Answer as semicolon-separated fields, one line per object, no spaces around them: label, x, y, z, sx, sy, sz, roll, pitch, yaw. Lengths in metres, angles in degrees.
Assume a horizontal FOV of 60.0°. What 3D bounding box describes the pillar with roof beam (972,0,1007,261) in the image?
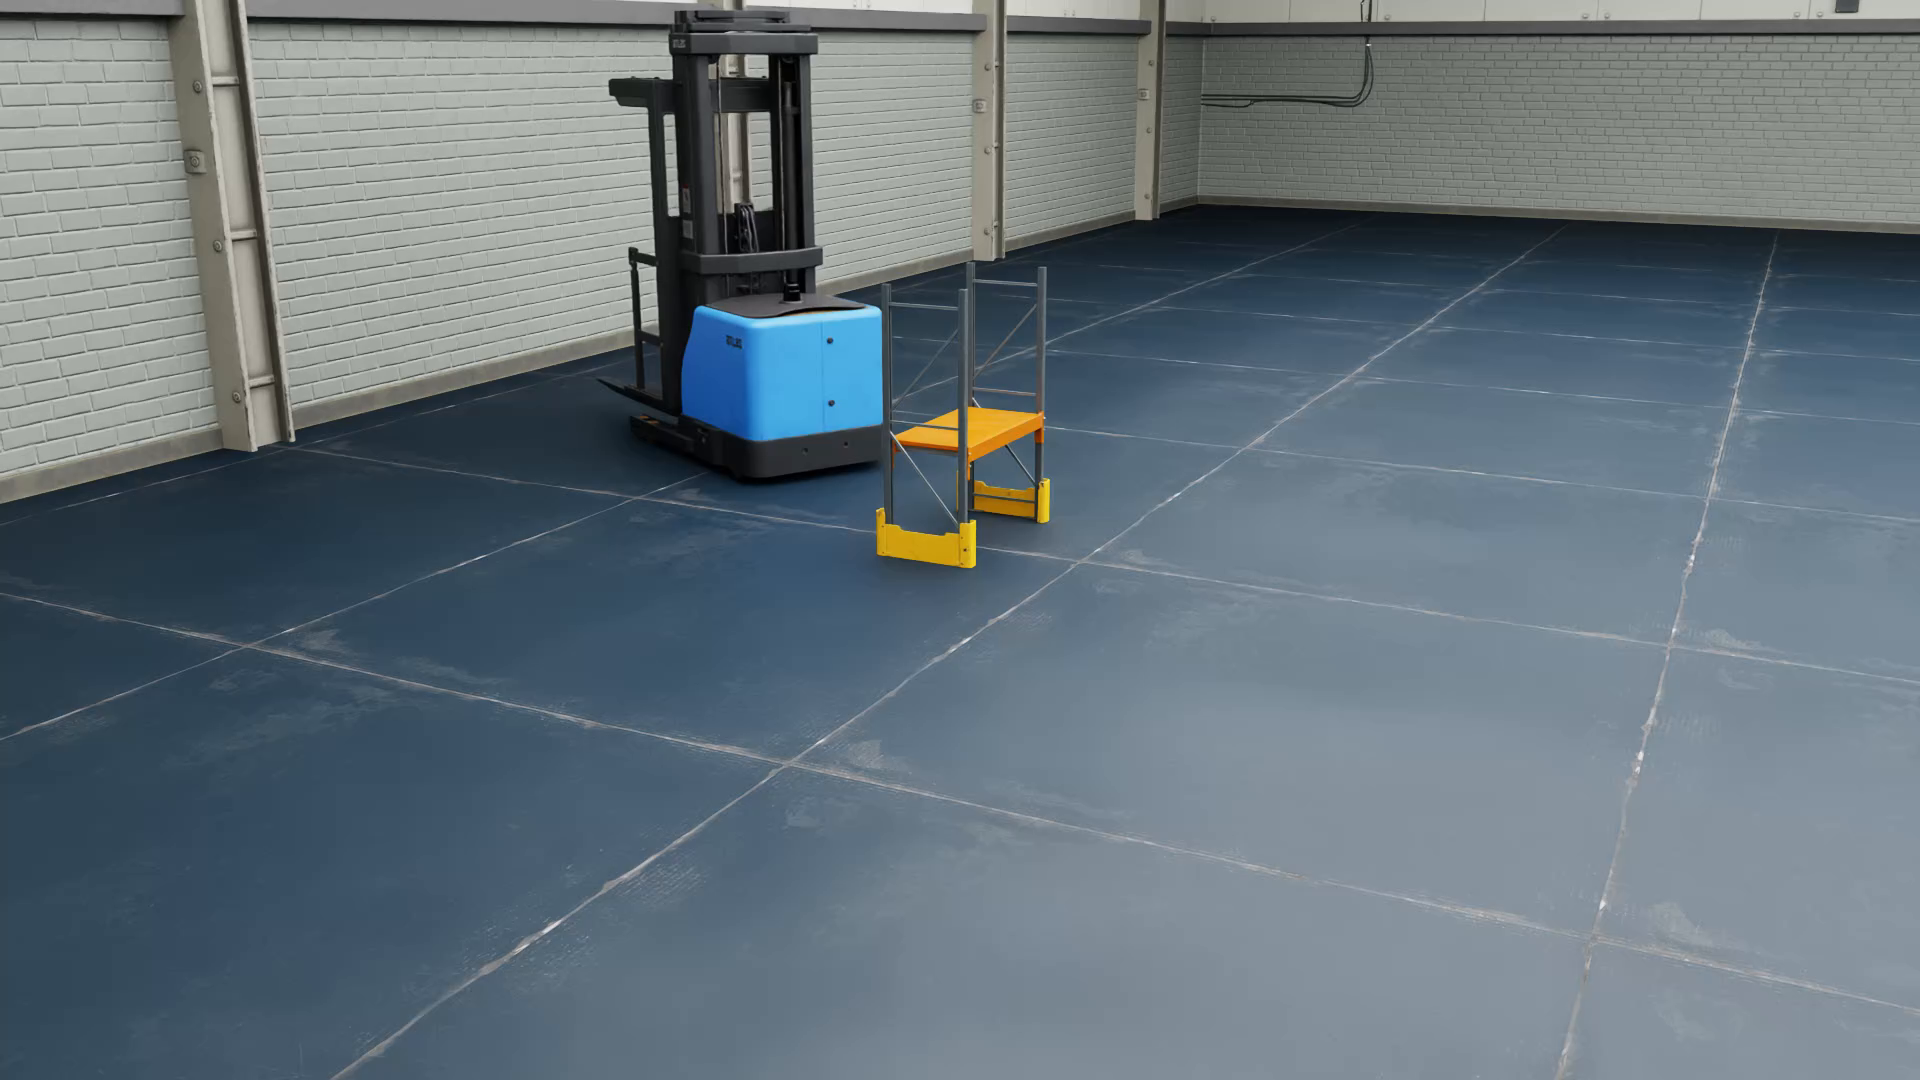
pillar with roof beam;4.226;-7.506;18.992;9.100;9.000;0.400;8;18;25

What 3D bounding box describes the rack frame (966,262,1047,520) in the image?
rack frame;0.265;-0.870;9.820;0.500;1.500;0.032;8;18;25

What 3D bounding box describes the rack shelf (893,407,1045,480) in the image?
rack shelf;0.038;-0.568;9.435;0.538;0.185;1.000;8;18;25

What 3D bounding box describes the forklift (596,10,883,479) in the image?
forklift;-1.725;-2.160;11.649;1.130;2.935;3.031;-11;20;-33

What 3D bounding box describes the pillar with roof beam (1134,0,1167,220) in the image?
pillar with roof beam;6.907;-9.035;24.138;9.100;9.000;0.400;8;18;25

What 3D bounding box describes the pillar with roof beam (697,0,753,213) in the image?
pillar with roof beam;1.545;-5.978;13.847;9.100;9.000;0.400;8;18;25

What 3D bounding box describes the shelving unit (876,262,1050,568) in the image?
shelving unit;0.034;-0.738;9.376;0.587;1.500;1.083;8;18;25

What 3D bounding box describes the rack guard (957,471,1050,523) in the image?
rack guard;0.257;-0.266;9.981;0.587;0.250;0.087;8;18;25

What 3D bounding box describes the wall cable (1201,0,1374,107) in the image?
wall cable;5.555;-8.676;28.384;3.097;2.526;0.112;8;18;25

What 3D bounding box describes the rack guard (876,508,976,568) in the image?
rack guard;-0.188;-0.012;9.127;0.587;0.250;0.087;8;18;25

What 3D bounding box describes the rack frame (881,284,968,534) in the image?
rack frame;-0.189;-0.611;8.948;0.500;1.500;0.032;8;18;25

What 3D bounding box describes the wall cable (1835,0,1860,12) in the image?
wall cable;14.041;-10.583;23.378;2.305;6.003;0.169;8;18;25

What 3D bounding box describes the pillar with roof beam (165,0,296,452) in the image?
pillar with roof beam;-1.136;-4.450;8.701;9.100;9.000;0.400;8;18;25
